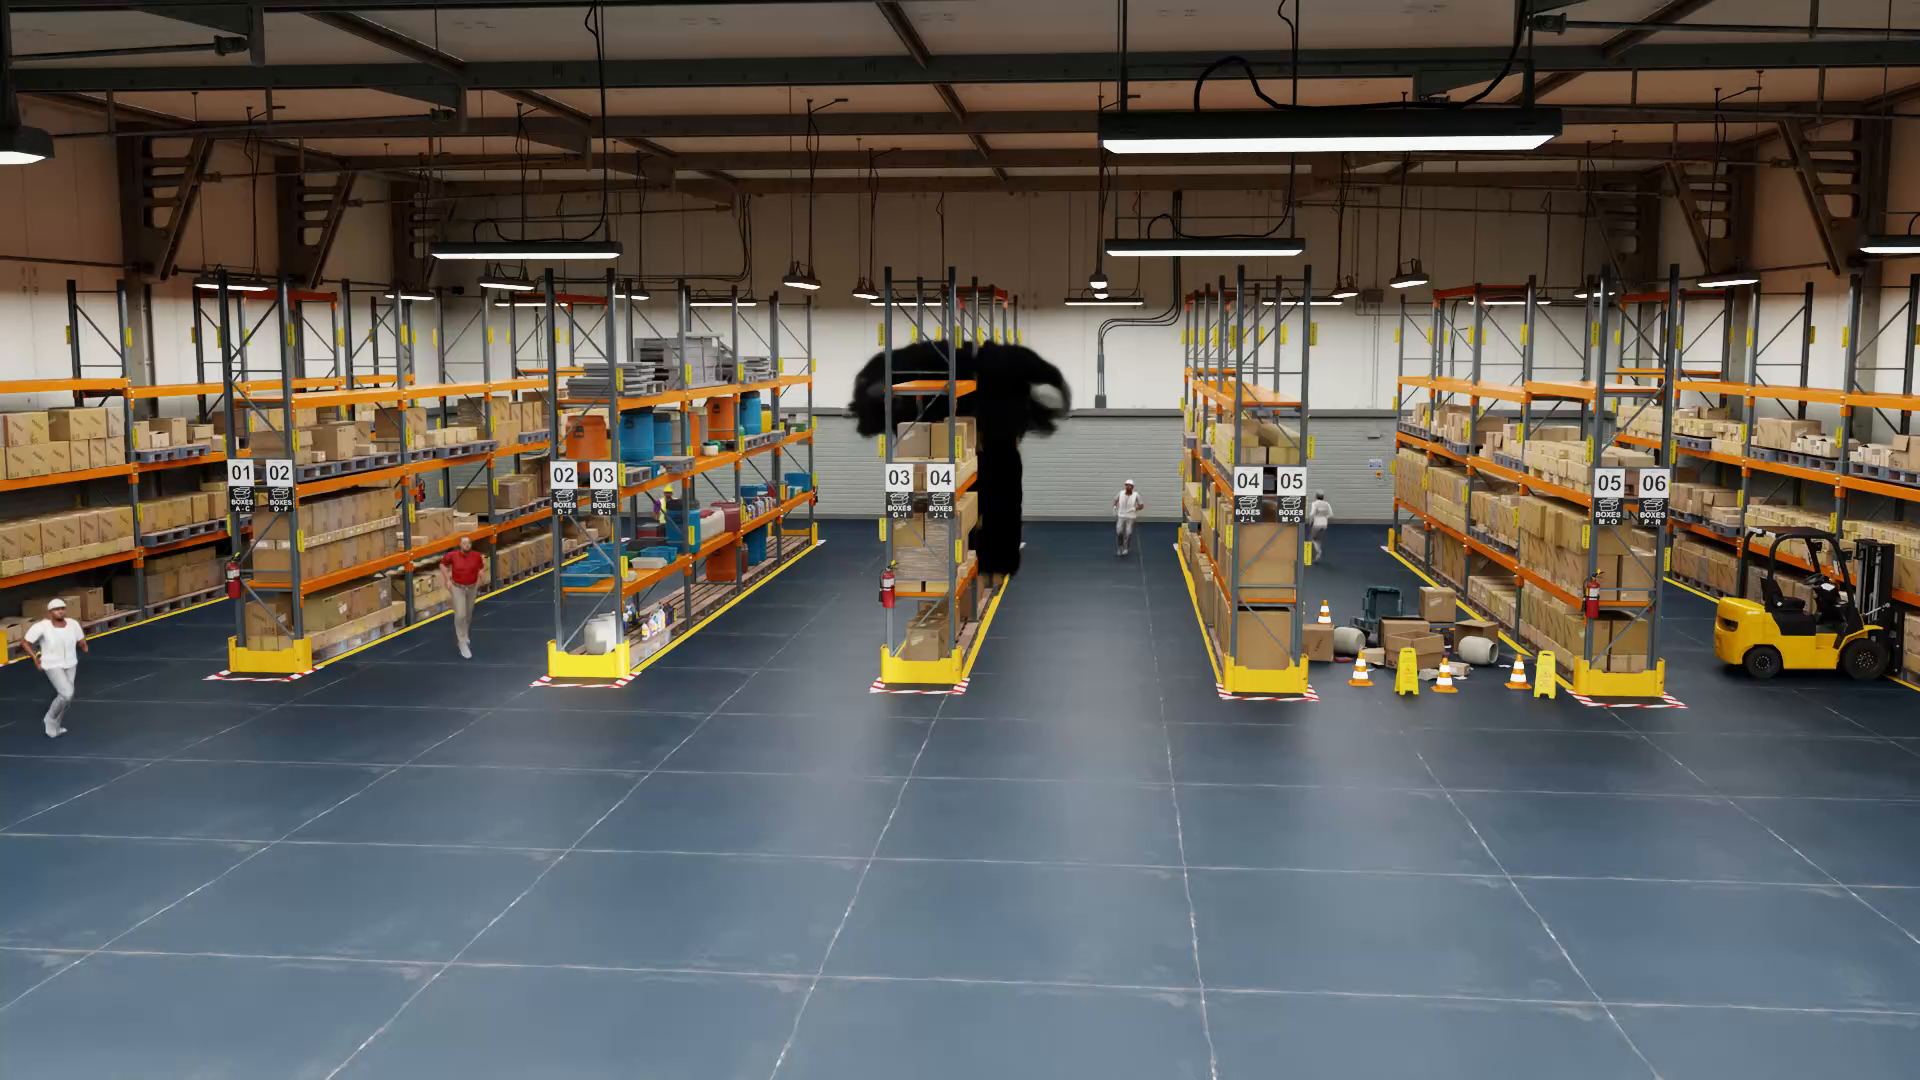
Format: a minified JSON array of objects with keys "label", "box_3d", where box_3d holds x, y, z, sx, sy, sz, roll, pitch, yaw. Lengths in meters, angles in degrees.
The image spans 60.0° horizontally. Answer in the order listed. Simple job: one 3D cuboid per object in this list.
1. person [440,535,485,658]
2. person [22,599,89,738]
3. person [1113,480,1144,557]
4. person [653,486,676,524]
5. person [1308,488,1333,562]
[{"label":"person","box_3d":[-7.549,0.847,25.383,0.590,1.857,0.863,-6,9,-40]},{"label":"person","box_3d":[-11.284,1.606,20.908,0.664,1.752,0.671,4,8,30]},{"label":"person","box_3d":[3.846,-0.496,38.132,0.716,1.780,0.593,2,7,16]},{"label":"person","box_3d":[-6.441,-0.317,36.875,0.708,1.765,0.824,0,7,-3]},{"label":"person","box_3d":[8.011,-0.317,37.080,0.623,1.661,0.547,-2,7,-16]}]
